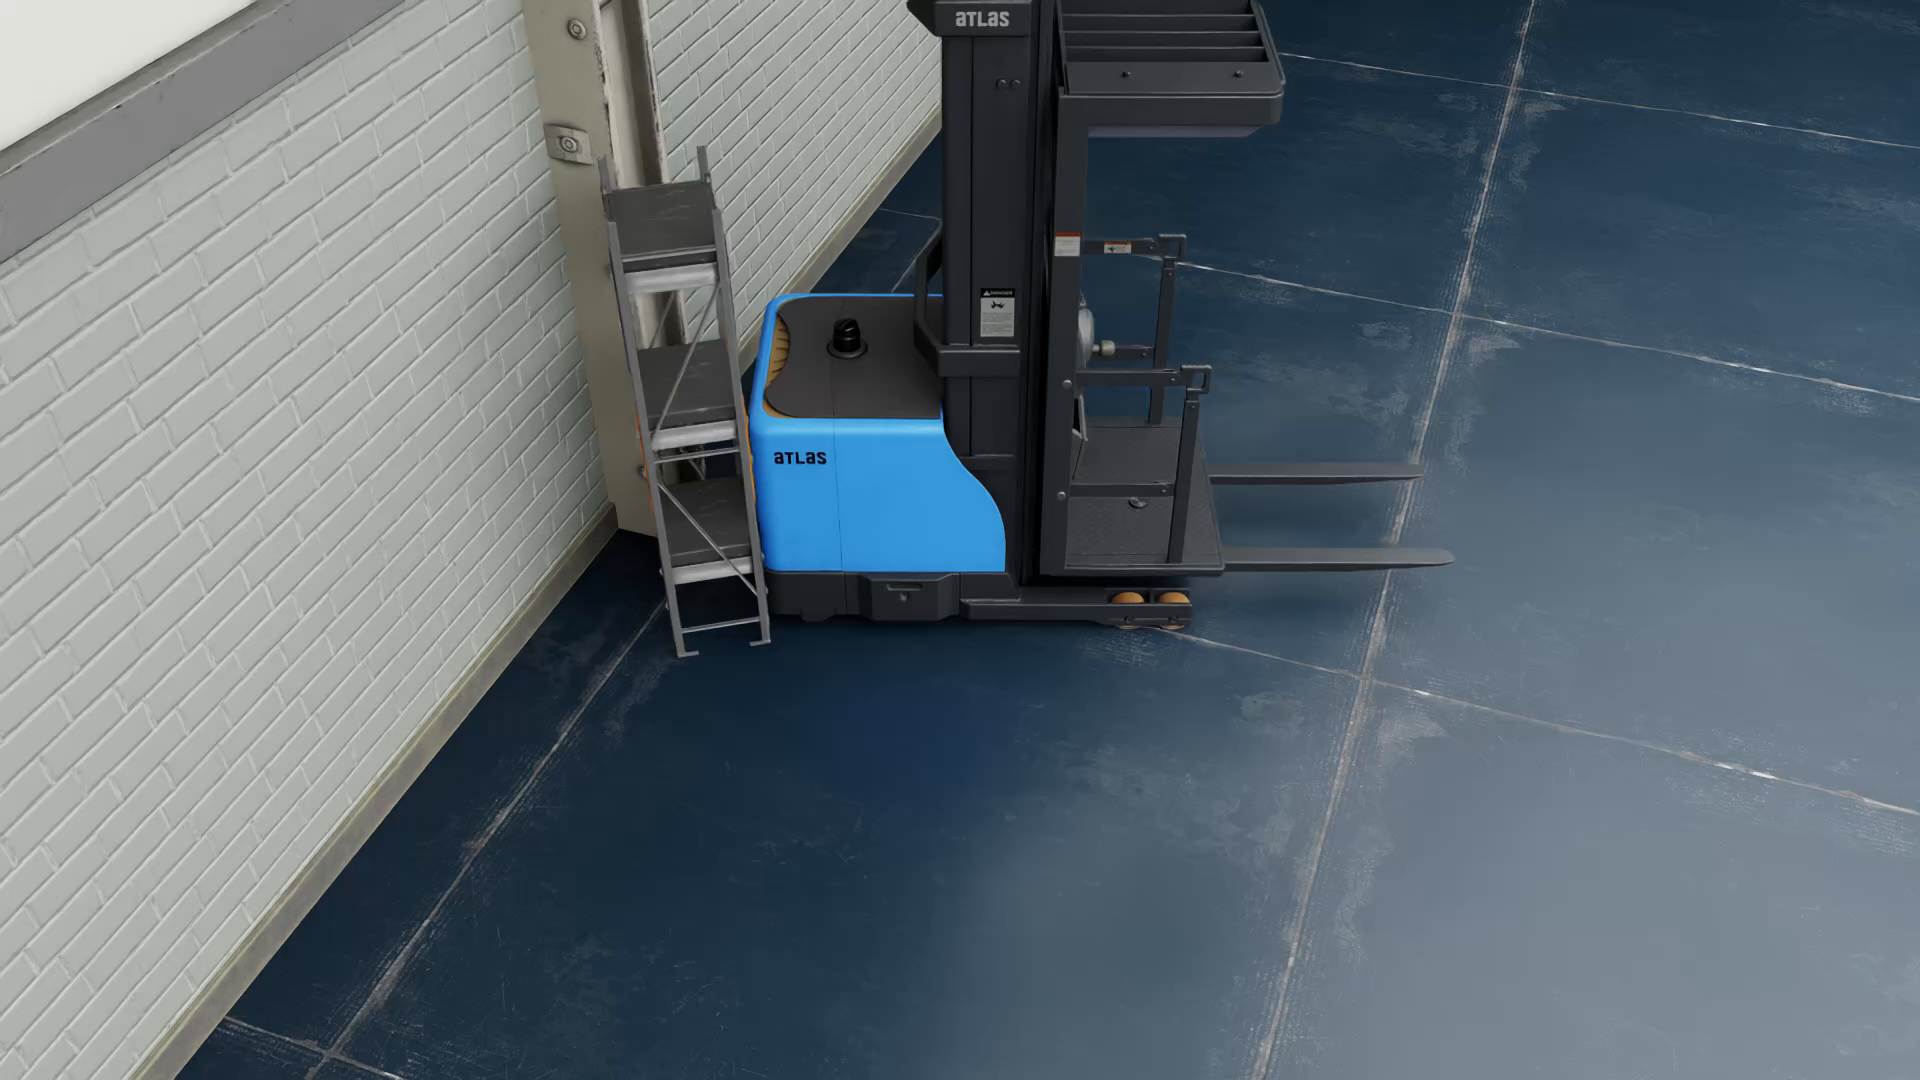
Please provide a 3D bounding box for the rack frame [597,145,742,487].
[{"bbox_3d":[-1.131,-0.636,6.828,0.400,2.100,0.015,-9,41,-9],"label":"rack frame"}]

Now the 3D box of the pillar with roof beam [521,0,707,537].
[{"bbox_3d":[2.630,-2.620,3.841,9.100,9.000,0.400,13,42,15],"label":"pillar with roof beam"}]

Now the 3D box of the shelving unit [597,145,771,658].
[{"bbox_3d":[-1.077,-0.481,6.647,0.431,2.100,0.503,-9,41,-9],"label":"shelving unit"}]

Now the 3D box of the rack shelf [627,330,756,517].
[{"bbox_3d":[-1.076,-0.471,6.656,0.431,0.518,0.480,-9,41,-9],"label":"rack shelf"}]

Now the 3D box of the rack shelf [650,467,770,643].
[{"bbox_3d":[-1.071,0.060,7.111,0.431,0.518,0.480,-9,41,-9],"label":"rack shelf"}]

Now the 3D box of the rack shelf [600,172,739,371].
[{"bbox_3d":[-1.082,-1.003,6.201,0.431,0.518,0.480,-9,41,-9],"label":"rack shelf"}]

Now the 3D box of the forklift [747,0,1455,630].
[{"bbox_3d":[0.646,-1.073,6.703,3.031,2.935,1.130,0,40,0],"label":"forklift"}]

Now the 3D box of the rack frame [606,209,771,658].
[{"bbox_3d":[-1.022,-0.327,6.466,0.400,2.100,0.015,-9,41,-9],"label":"rack frame"}]
